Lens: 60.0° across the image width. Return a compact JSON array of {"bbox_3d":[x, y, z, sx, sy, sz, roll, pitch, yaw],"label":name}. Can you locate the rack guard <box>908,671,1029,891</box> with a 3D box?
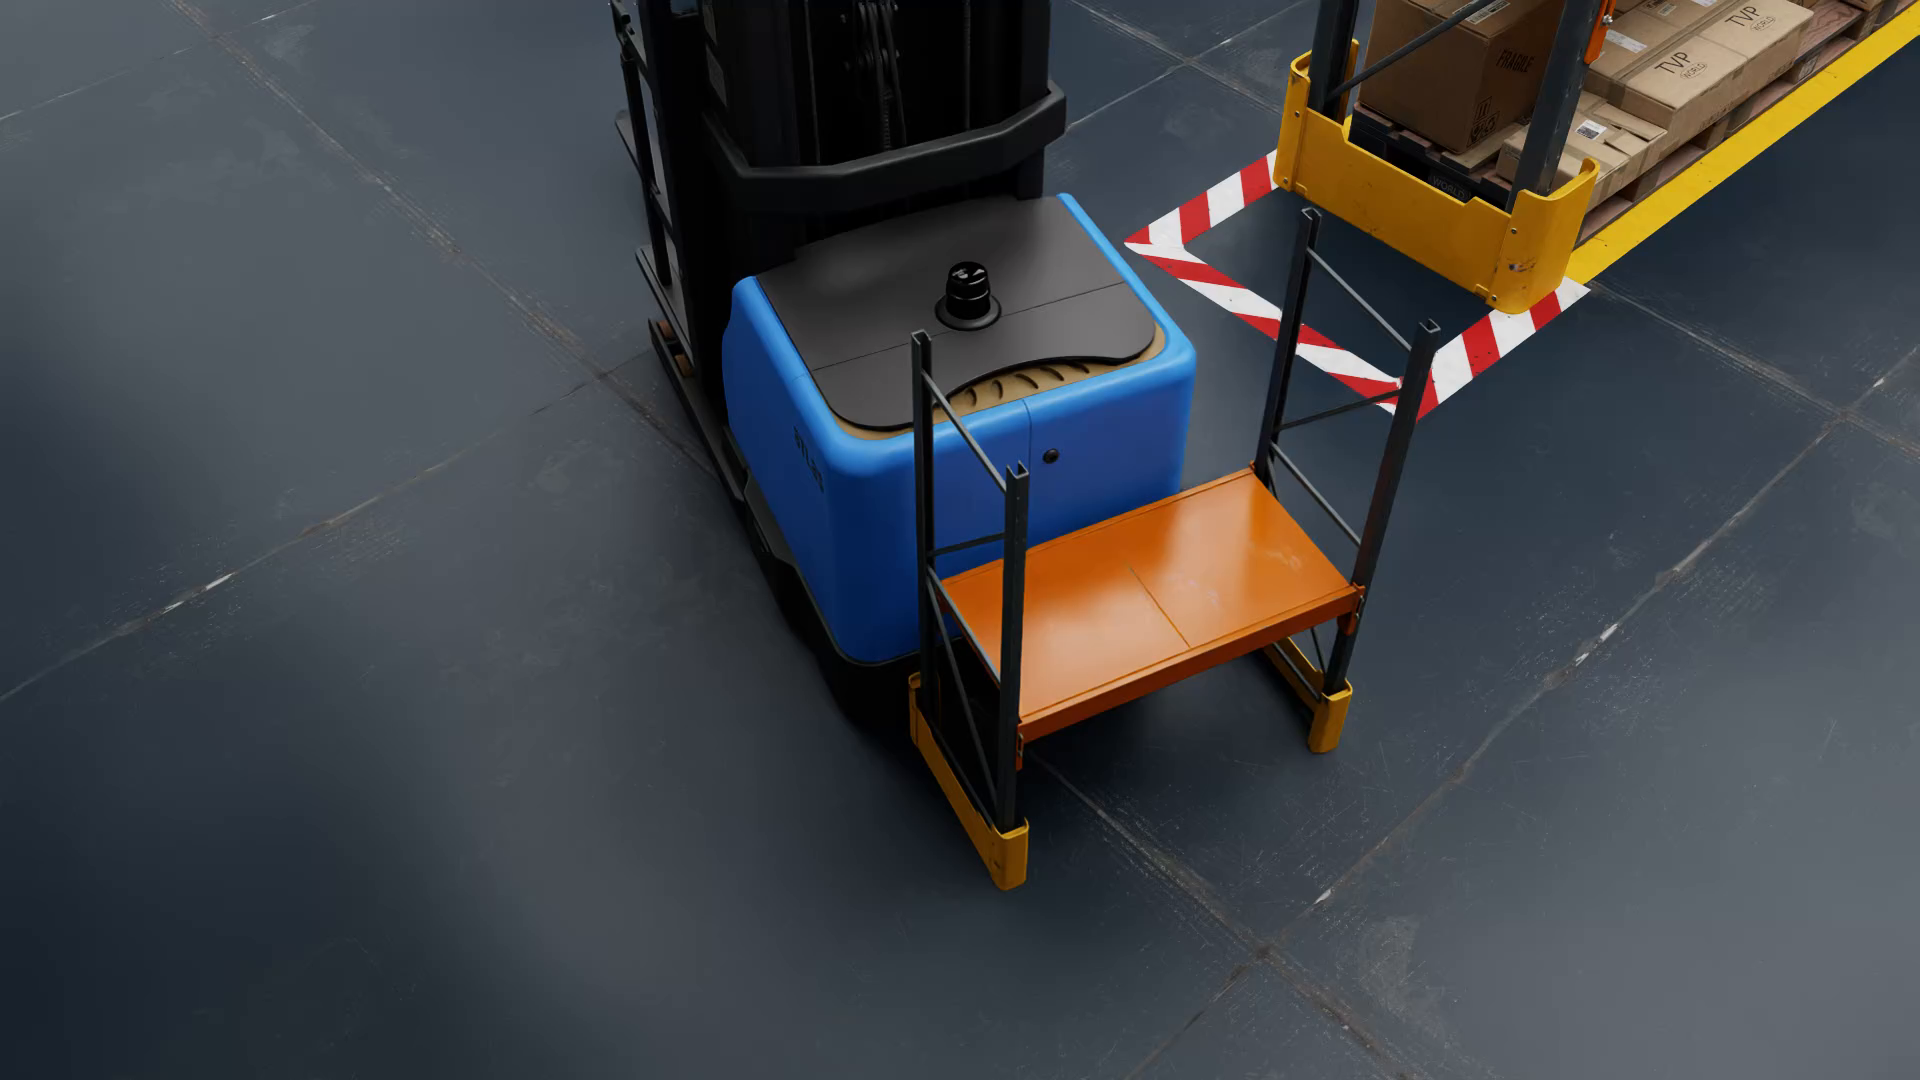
[{"bbox_3d":[0.017,0.640,4.489,0.087,0.250,0.587,-20,50,-17],"label":"rack guard"}]

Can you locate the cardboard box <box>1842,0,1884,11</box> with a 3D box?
[{"bbox_3d":[3.845,-2.584,7.123,0.500,0.311,0.500,-34,56,-27],"label":"cardboard box"}]

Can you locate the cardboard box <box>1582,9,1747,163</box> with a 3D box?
[{"bbox_3d":[2.634,-1.754,6.399,0.500,0.250,0.500,-34,56,-27],"label":"cardboard box"}]

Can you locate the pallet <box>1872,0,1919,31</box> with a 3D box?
[{"bbox_3d":[4.122,-2.868,7.753,1.213,0.211,1.003,-34,56,-27],"label":"pallet"}]

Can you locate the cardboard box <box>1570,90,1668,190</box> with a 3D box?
[{"bbox_3d":[2.397,-1.507,6.228,0.250,0.166,0.380,-34,56,-27],"label":"cardboard box"}]

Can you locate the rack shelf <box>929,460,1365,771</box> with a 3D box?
[{"bbox_3d":[0.472,0.175,4.313,1.000,0.185,0.538,-20,50,-17],"label":"rack shelf"}]

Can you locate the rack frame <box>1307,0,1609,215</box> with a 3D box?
[{"bbox_3d":[1.671,-2.175,5.216,0.127,3.000,1.000,-34,56,-27],"label":"rack frame"}]

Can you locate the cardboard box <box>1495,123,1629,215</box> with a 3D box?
[{"bbox_3d":[2.212,-1.378,6.121,0.250,0.149,0.380,-34,56,-27],"label":"cardboard box"}]

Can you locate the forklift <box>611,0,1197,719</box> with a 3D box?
[{"bbox_3d":[-0.428,-1.589,4.722,1.130,2.935,3.031,-18,50,-16],"label":"forklift"}]

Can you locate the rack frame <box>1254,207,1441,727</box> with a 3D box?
[{"bbox_3d":[0.929,-0.112,4.333,0.032,1.500,0.500,-20,50,-17],"label":"rack frame"}]

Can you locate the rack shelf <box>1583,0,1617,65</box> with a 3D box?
[{"bbox_3d":[3.151,-2.920,6.393,4.000,0.370,1.077,-34,56,-27],"label":"rack shelf"}]

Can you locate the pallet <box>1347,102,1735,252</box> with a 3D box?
[{"bbox_3d":[2.316,-1.662,6.640,1.213,0.211,1.003,-34,56,-27],"label":"pallet"}]

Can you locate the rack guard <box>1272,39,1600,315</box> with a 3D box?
[{"bbox_3d":[1.727,-1.365,6.170,0.348,0.500,1.175,-34,56,-27],"label":"rack guard"}]

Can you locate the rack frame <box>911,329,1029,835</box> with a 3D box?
[{"bbox_3d":[0.016,0.217,4.029,0.032,1.500,0.500,-20,50,-17],"label":"rack frame"}]

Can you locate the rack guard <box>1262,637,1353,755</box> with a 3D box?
[{"bbox_3d":[0.911,0.318,4.786,0.087,0.250,0.587,-20,50,-17],"label":"rack guard"}]

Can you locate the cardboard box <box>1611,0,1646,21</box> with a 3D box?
[{"bbox_3d":[2.631,-2.248,6.855,0.500,0.250,0.500,-34,56,-27],"label":"cardboard box"}]

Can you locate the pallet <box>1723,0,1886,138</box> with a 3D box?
[{"bbox_3d":[3.219,-2.262,7.194,1.213,0.211,1.003,-34,56,-27],"label":"pallet"}]

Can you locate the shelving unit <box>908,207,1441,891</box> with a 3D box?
[{"bbox_3d":[0.464,0.056,4.178,1.083,1.500,0.587,-20,50,-17],"label":"shelving unit"}]

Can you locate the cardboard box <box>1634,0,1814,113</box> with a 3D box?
[{"bbox_3d":[3.004,-2.001,6.627,0.500,0.250,0.500,-34,56,-27],"label":"cardboard box"}]

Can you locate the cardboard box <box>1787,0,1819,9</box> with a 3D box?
[{"bbox_3d":[3.244,-2.524,6.937,0.637,0.503,0.797,-34,56,-27],"label":"cardboard box"}]

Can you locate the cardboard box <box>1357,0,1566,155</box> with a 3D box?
[{"bbox_3d":[1.907,-1.880,6.345,0.500,0.500,0.500,-34,56,-27],"label":"cardboard box"}]
